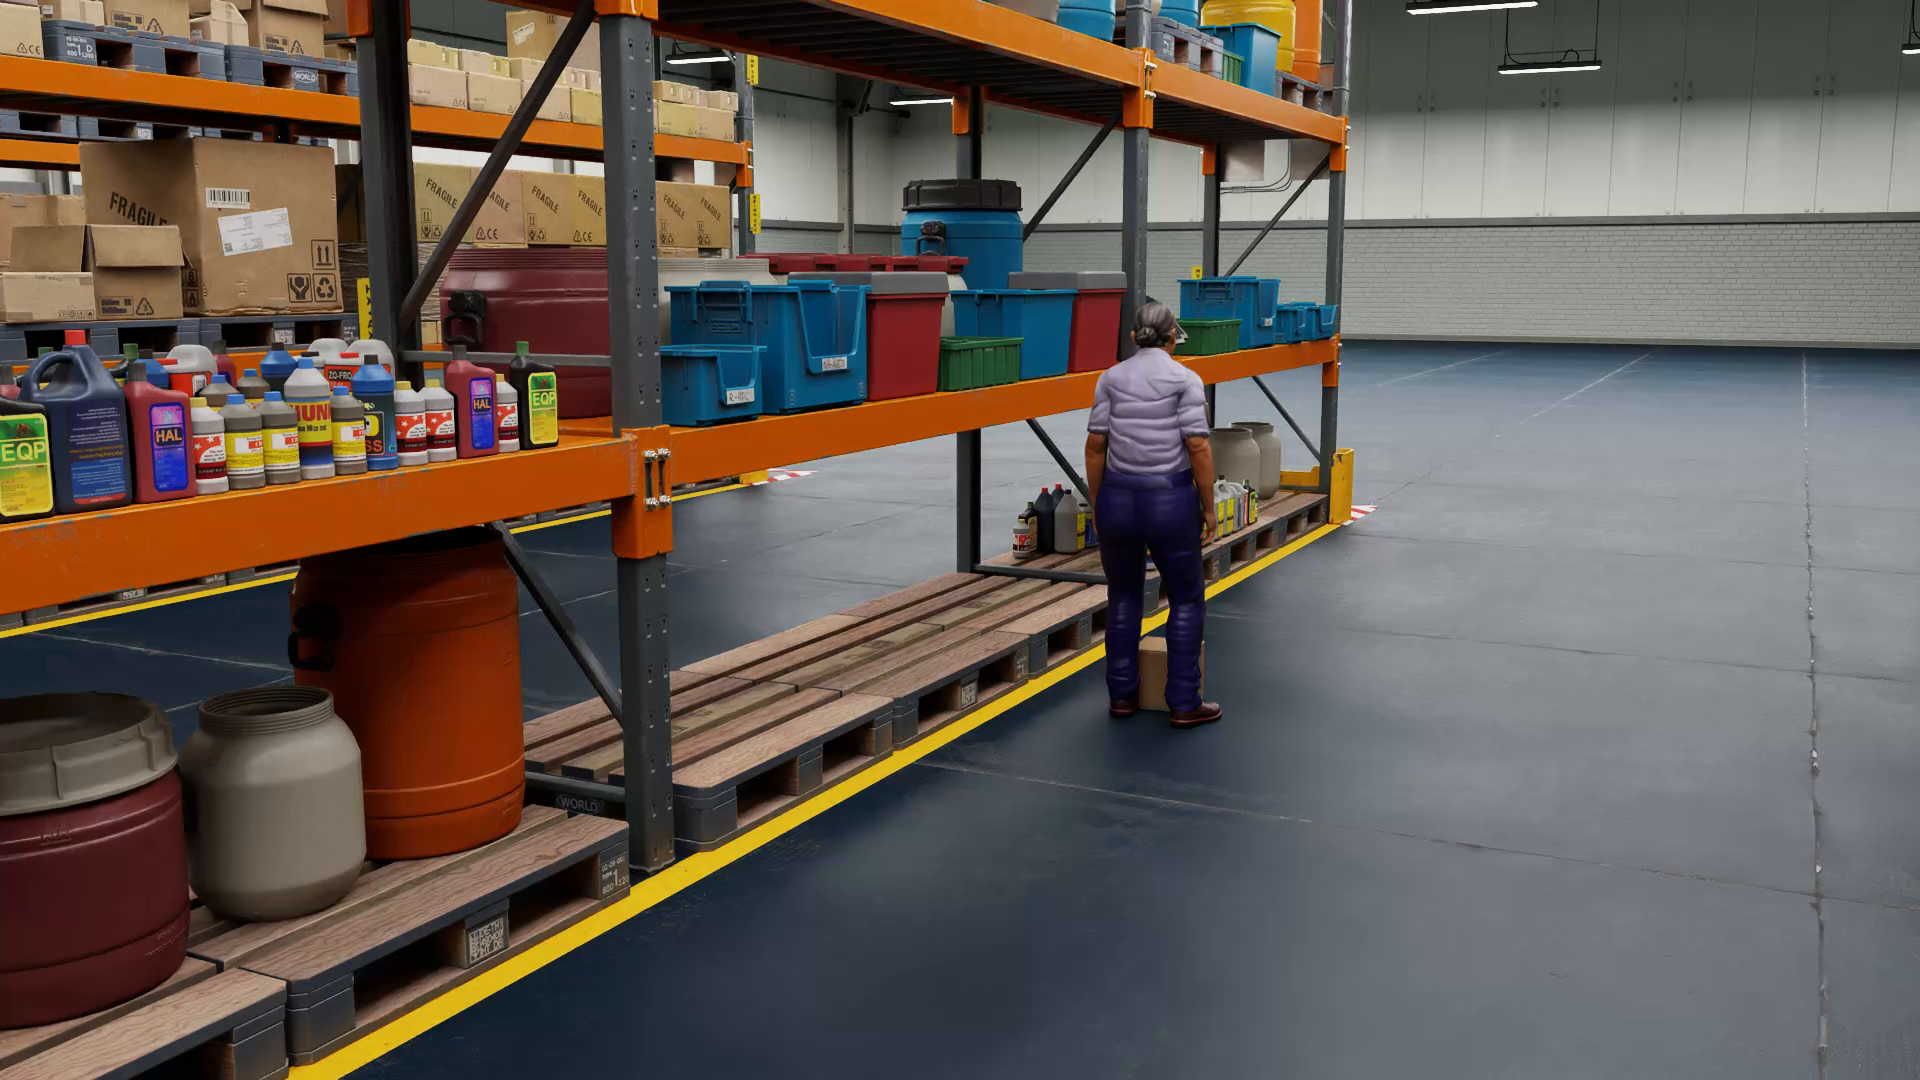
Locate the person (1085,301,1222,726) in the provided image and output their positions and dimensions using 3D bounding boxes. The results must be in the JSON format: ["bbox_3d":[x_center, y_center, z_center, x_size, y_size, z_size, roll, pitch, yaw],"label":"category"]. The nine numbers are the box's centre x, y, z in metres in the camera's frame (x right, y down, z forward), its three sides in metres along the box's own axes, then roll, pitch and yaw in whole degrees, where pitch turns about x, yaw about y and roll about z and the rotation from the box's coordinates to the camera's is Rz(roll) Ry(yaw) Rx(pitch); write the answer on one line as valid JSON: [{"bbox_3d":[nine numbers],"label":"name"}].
[{"bbox_3d":[0.762,-0.106,6.553,0.539,1.652,0.412,5,10,26],"label":"person"}]
